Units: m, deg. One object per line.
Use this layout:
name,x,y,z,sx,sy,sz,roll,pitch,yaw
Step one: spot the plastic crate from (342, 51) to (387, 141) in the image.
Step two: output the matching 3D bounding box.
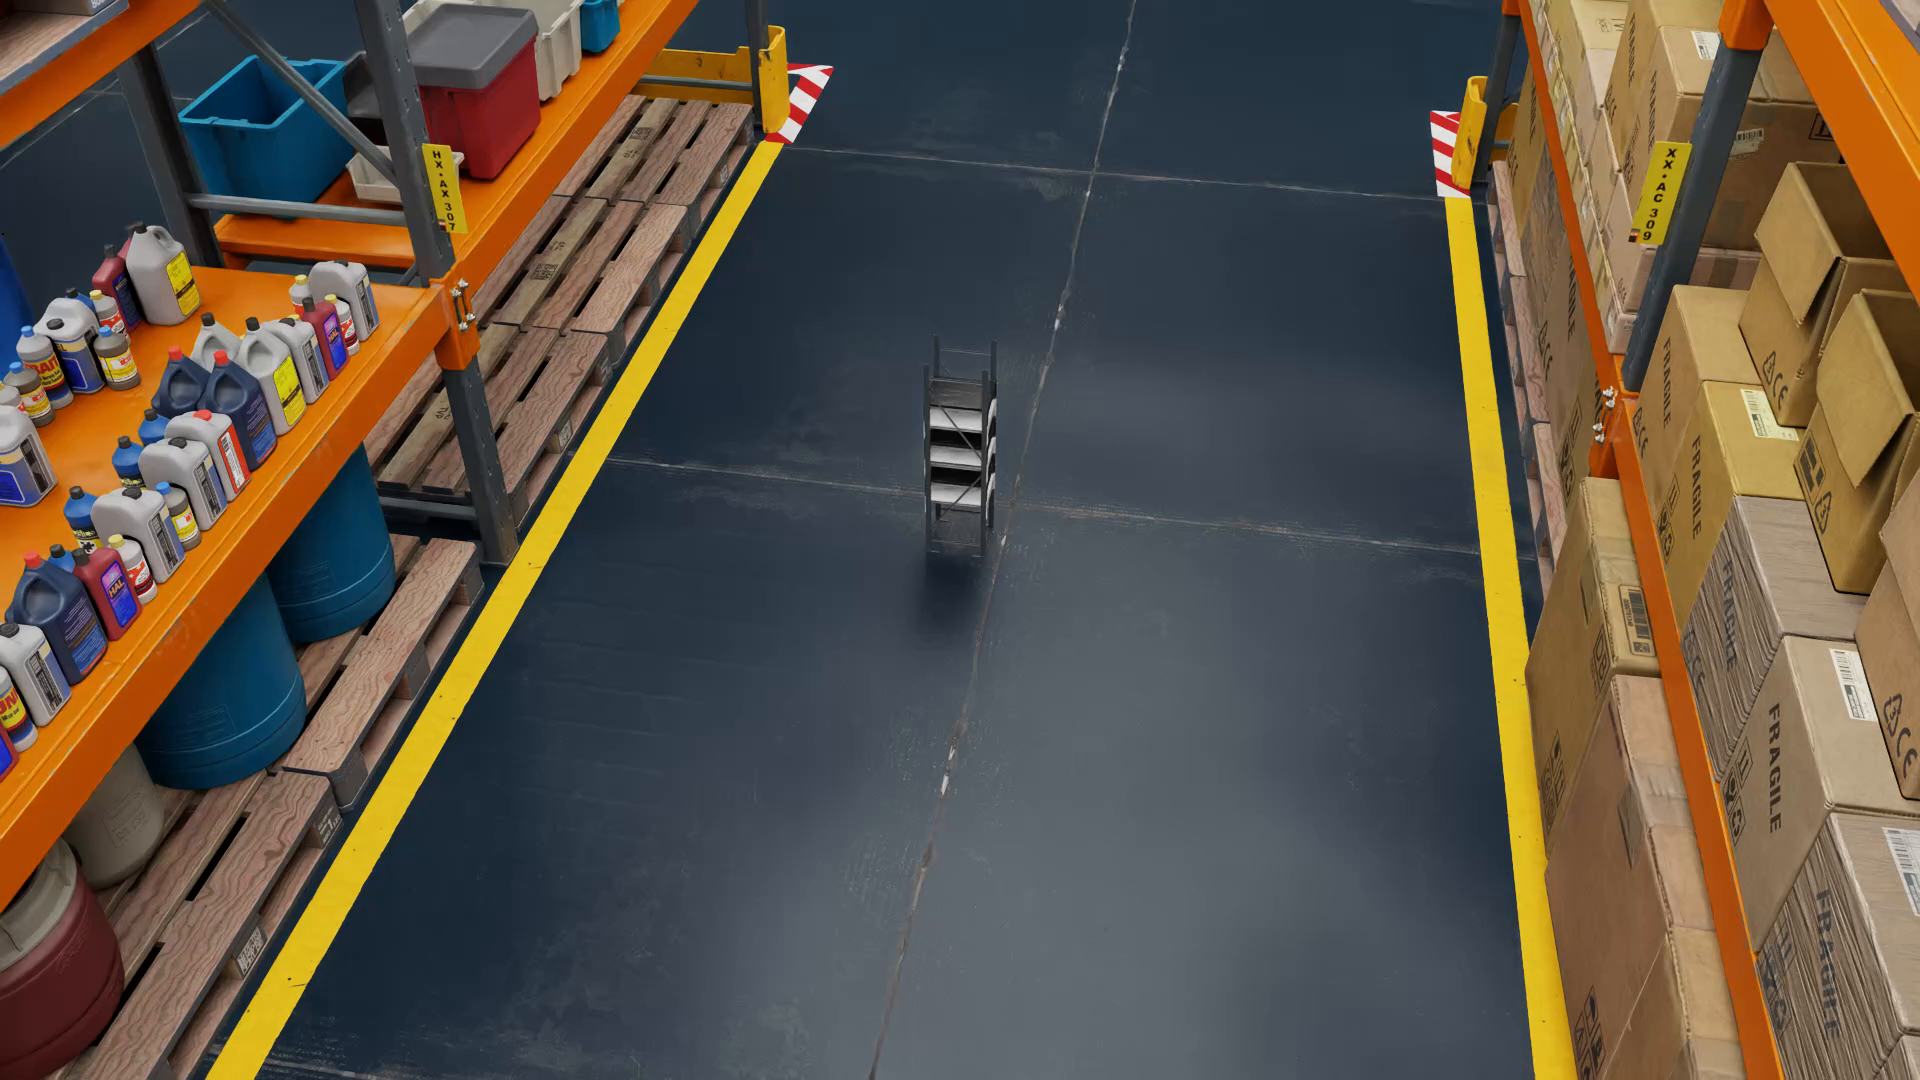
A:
plastic crate,-2.349,-1.787,6.726,0.437,0.125,0.590,6,40,8

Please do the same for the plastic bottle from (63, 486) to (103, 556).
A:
plastic bottle,-2.367,-0.031,4.535,0.097,0.271,0.097,0,40,0

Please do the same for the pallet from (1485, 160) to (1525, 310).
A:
pallet,3.231,-1.517,8.419,1.003,0.211,1.213,6,40,8

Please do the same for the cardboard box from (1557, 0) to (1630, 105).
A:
cardboard box,2.685,-1.917,6.599,0.500,0.250,0.500,6,40,7

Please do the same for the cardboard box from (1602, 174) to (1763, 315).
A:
cardboard box,2.418,-0.954,5.434,0.500,0.250,0.500,6,40,7

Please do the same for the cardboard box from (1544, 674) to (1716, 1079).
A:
cardboard box,2.356,1.030,4.488,1.225,0.875,0.875,5,40,6

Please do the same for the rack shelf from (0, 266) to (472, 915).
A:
rack shelf,-2.624,0.395,4.483,1.077,0.370,4.000,6,40,8

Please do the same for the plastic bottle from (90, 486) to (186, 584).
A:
plastic bottle,-2.241,-0.031,4.531,0.152,0.276,0.135,6,40,8

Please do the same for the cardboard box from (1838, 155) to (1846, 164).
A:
cardboard box,2.935,-1.210,5.155,0.500,0.500,0.500,6,40,8

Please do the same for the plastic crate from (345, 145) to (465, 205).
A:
plastic crate,-2.056,-1.335,6.171,0.396,0.136,0.243,6,40,8

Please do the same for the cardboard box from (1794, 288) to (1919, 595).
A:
cardboard box,2.368,-0.185,3.754,0.797,0.503,0.637,7,40,8

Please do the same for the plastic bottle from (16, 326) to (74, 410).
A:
plastic bottle,-2.843,-0.540,5.150,0.097,0.271,0.097,0,40,0

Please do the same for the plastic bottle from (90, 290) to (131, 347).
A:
plastic bottle,-2.786,-0.720,5.422,0.097,0.201,0.097,0,40,0

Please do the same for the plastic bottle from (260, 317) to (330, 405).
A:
plastic bottle,-2.091,-0.577,5.192,0.152,0.276,0.135,6,40,8

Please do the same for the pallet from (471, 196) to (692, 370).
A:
pallet,-1.980,-1.296,8.152,1.003,0.211,1.213,6,40,8

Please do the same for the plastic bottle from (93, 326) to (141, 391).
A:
plastic bottle,-2.670,-0.581,5.254,0.097,0.201,0.097,0,40,0

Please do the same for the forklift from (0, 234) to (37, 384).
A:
forklift,-5.275,-1.190,5.889,3.031,2.935,1.130,-27,47,-29

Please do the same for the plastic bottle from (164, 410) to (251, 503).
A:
plastic bottle,-2.178,-0.261,4.809,0.152,0.276,0.135,6,40,8

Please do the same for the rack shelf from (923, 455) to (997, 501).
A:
rack shelf,0.001,-0.257,6.548,0.258,0.077,0.200,6,40,8

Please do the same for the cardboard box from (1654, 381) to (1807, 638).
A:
cardboard box,2.189,-0.053,4.382,0.500,0.500,0.500,6,40,8

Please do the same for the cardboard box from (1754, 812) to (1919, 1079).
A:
cardboard box,1.928,0.905,3.223,0.500,0.500,0.500,5,40,6

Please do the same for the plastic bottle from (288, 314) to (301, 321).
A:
plastic bottle,-2.104,-0.625,5.308,0.097,0.201,0.097,0,40,0

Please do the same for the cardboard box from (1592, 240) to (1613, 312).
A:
cardboard box,2.375,-0.884,5.662,0.380,0.149,0.250,7,40,9

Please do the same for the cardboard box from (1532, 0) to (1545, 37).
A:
cardboard box,2.775,-2.333,7.415,0.380,0.149,0.250,6,40,7

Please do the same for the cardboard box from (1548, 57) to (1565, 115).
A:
cardboard box,2.641,-1.853,6.834,0.380,0.149,0.250,5,40,7

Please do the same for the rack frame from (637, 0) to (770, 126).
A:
rack frame,-1.585,-3.648,8.808,1.000,3.000,0.127,6,40,8

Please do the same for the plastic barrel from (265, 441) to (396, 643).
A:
plastic barrel,-2.389,-0.151,5.896,0.600,0.901,0.708,6,40,8

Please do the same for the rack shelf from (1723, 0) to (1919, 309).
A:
rack shelf,2.254,-0.215,2.867,1.077,0.370,4.000,6,40,8

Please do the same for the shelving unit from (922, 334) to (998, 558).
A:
shelving unit,0.001,-0.352,6.469,0.258,0.900,0.210,6,40,8

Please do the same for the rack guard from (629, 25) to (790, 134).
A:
rack guard,-1.594,-2.701,9.625,1.175,0.500,0.348,6,40,8

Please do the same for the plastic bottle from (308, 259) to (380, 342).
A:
plastic bottle,-2.027,-0.807,5.469,0.152,0.276,0.135,6,40,8

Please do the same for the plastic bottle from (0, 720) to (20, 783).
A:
plastic bottle,-2.332,0.462,3.929,0.061,0.283,0.133,6,40,8

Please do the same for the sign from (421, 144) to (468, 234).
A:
sign,-1.736,-1.182,5.609,0.100,0.325,0.005,6,40,8

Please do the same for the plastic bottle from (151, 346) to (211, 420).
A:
plastic bottle,-2.288,-0.405,4.925,0.144,0.351,0.185,6,40,8

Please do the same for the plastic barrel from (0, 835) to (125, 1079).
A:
plastic barrel,-2.707,1.123,4.601,0.600,0.588,0.708,6,40,8

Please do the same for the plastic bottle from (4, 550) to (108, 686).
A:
plastic bottle,-2.305,0.186,4.210,0.144,0.351,0.185,6,40,8

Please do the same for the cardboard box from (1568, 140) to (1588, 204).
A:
cardboard box,2.508,-1.368,6.248,0.380,0.149,0.250,7,40,9

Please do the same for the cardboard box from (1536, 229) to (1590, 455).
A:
cardboard box,2.949,-0.905,6.828,0.875,0.875,0.875,6,40,8

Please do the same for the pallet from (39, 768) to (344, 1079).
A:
pallet,-2.661,1.185,5.151,1.003,0.211,1.213,6,40,8

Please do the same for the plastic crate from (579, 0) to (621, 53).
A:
plastic crate,-1.688,-2.289,7.249,0.416,0.233,0.300,6,40,8

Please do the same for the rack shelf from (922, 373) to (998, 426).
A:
rack shelf,0.001,-0.534,6.319,0.258,0.077,0.200,6,40,8
